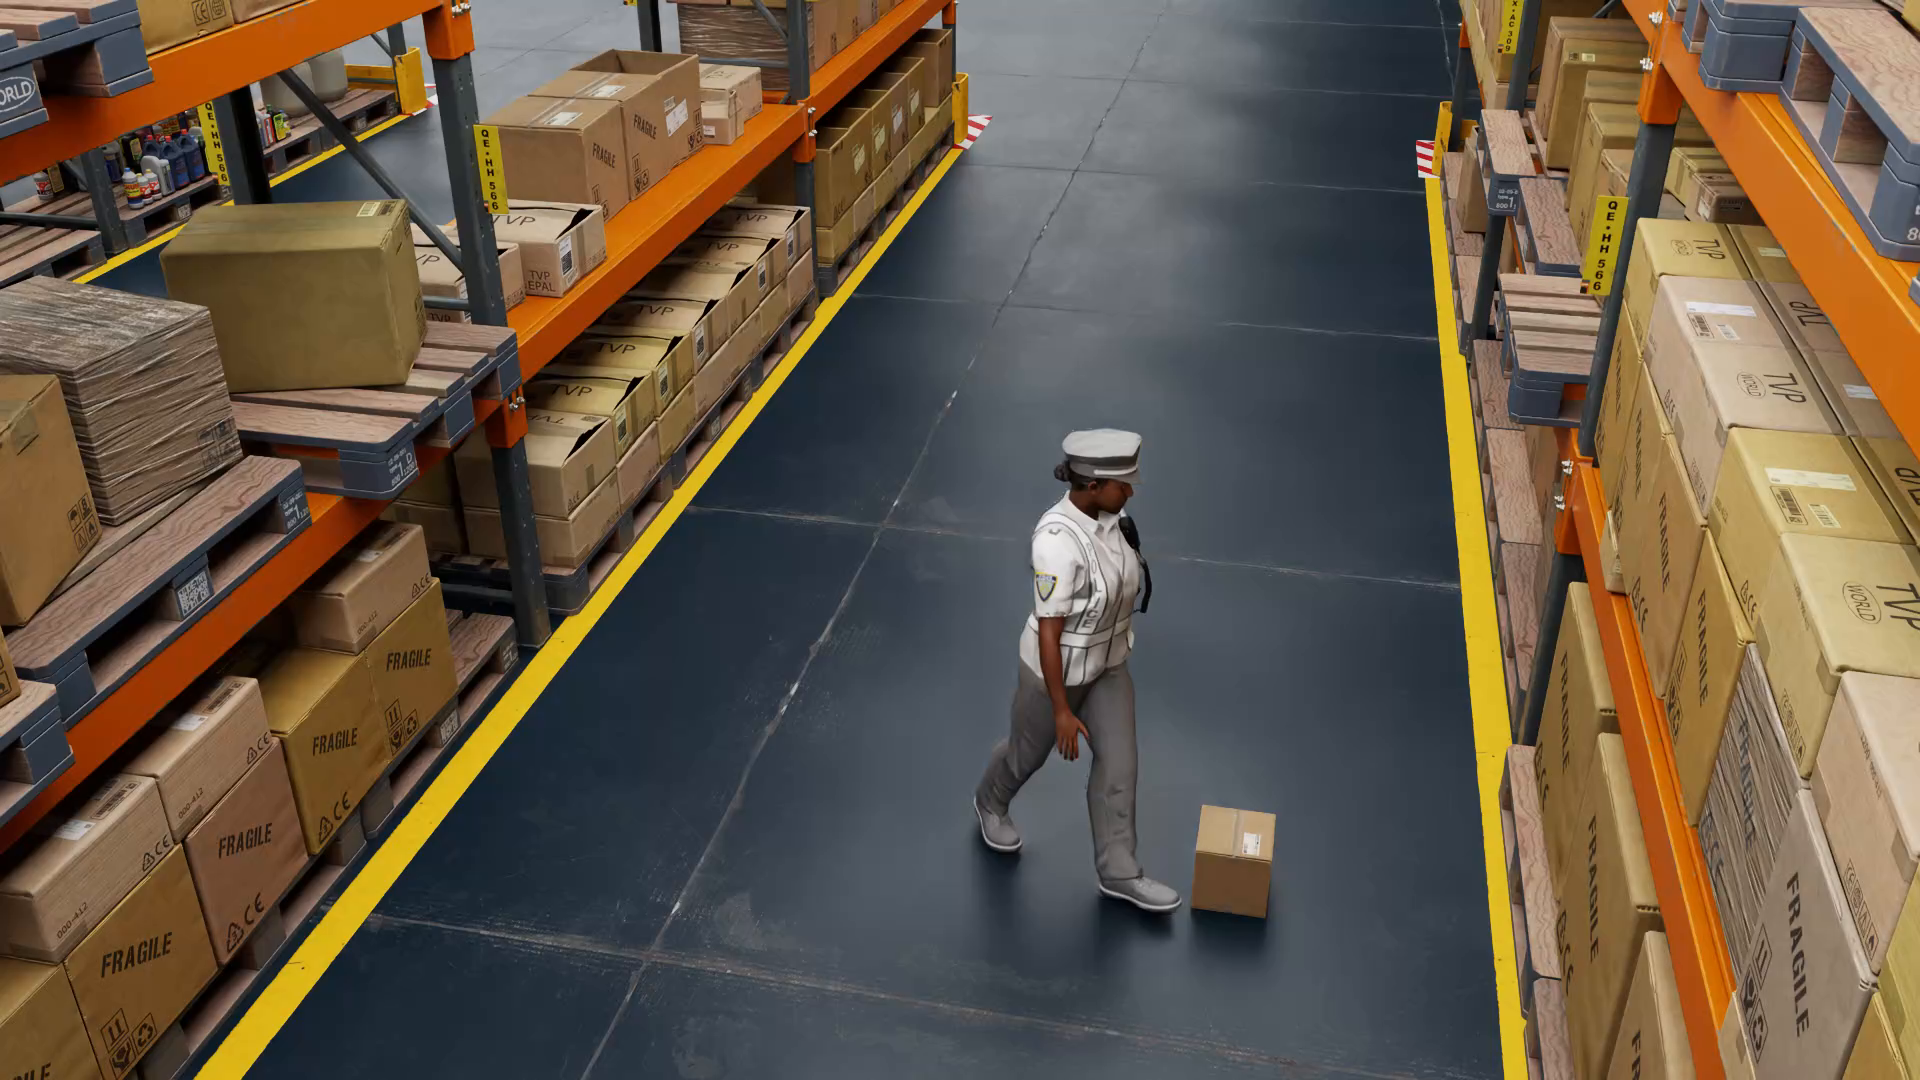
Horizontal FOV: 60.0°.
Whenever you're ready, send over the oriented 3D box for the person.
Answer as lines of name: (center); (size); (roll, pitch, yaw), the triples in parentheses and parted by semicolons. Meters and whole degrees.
person: (0.368, 0.425, 5.350); (0.865, 1.626, 0.536); (24, 37, 37)
